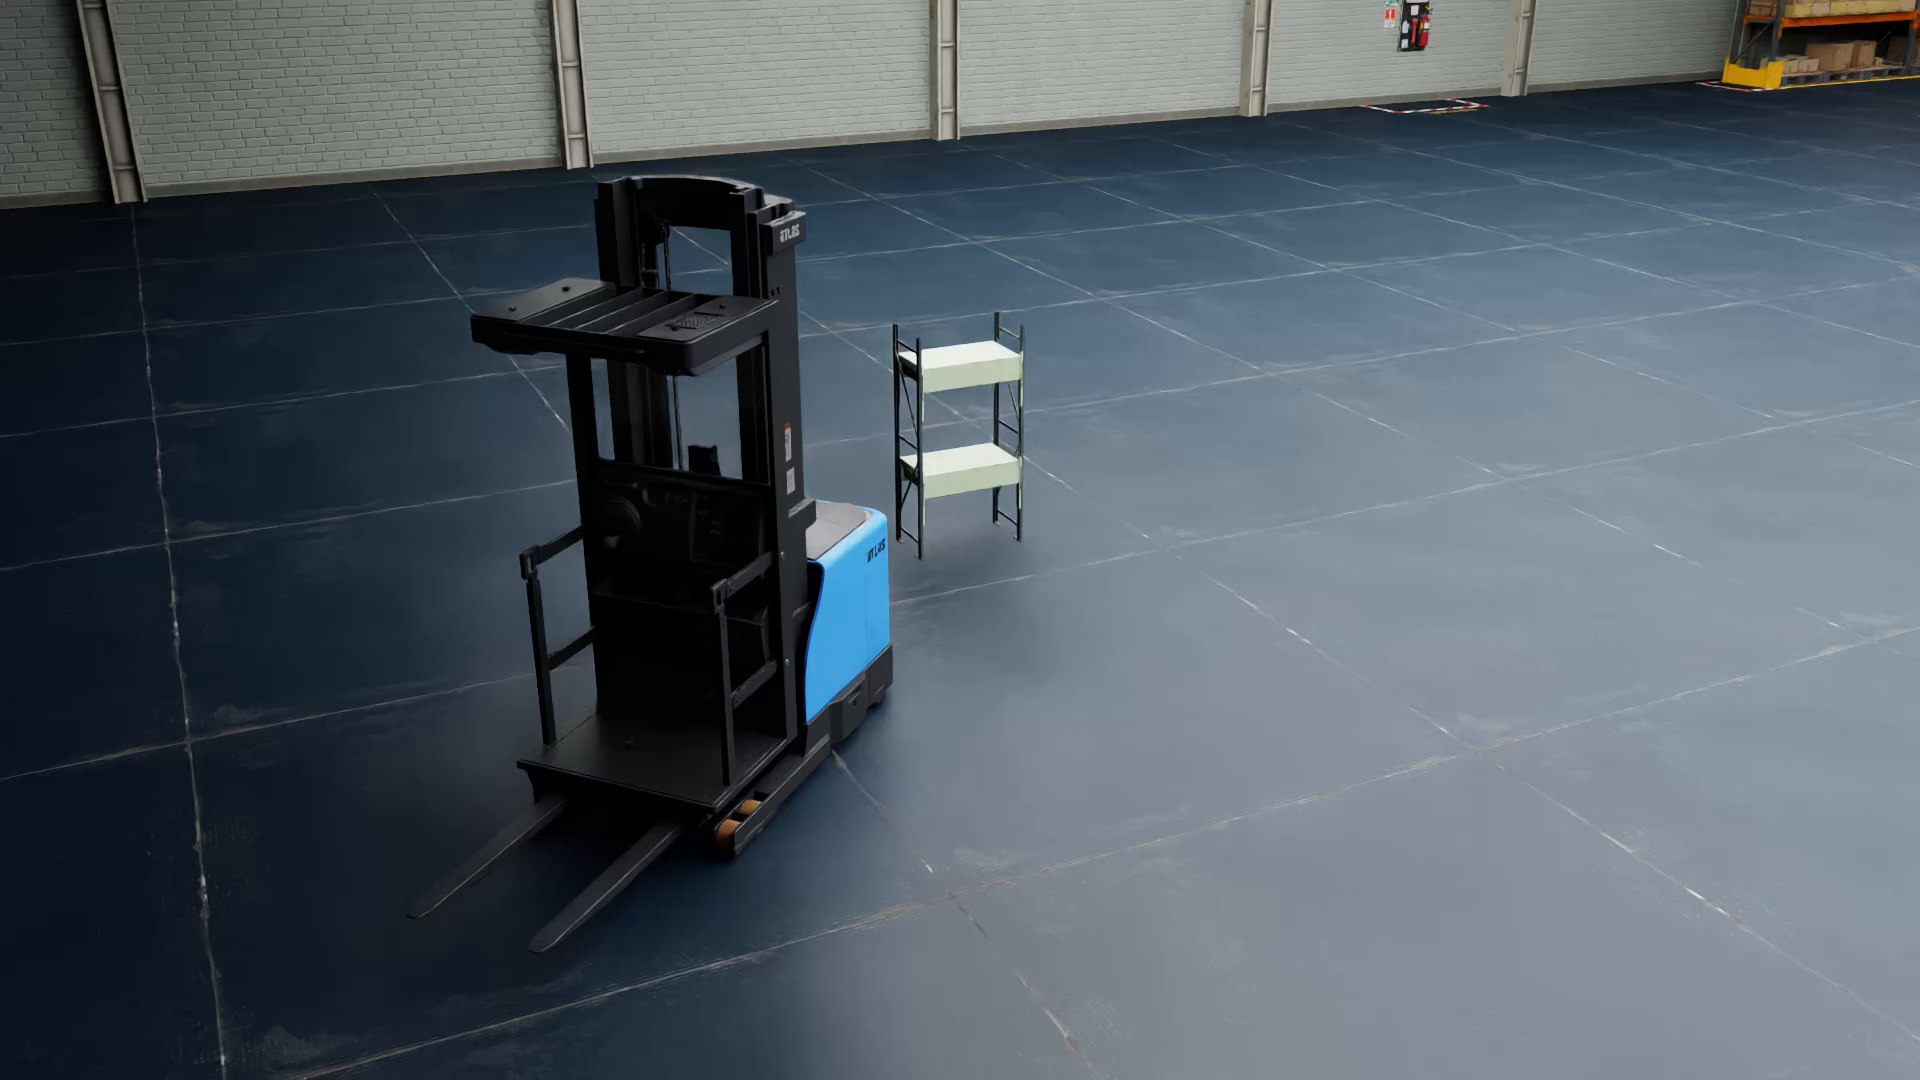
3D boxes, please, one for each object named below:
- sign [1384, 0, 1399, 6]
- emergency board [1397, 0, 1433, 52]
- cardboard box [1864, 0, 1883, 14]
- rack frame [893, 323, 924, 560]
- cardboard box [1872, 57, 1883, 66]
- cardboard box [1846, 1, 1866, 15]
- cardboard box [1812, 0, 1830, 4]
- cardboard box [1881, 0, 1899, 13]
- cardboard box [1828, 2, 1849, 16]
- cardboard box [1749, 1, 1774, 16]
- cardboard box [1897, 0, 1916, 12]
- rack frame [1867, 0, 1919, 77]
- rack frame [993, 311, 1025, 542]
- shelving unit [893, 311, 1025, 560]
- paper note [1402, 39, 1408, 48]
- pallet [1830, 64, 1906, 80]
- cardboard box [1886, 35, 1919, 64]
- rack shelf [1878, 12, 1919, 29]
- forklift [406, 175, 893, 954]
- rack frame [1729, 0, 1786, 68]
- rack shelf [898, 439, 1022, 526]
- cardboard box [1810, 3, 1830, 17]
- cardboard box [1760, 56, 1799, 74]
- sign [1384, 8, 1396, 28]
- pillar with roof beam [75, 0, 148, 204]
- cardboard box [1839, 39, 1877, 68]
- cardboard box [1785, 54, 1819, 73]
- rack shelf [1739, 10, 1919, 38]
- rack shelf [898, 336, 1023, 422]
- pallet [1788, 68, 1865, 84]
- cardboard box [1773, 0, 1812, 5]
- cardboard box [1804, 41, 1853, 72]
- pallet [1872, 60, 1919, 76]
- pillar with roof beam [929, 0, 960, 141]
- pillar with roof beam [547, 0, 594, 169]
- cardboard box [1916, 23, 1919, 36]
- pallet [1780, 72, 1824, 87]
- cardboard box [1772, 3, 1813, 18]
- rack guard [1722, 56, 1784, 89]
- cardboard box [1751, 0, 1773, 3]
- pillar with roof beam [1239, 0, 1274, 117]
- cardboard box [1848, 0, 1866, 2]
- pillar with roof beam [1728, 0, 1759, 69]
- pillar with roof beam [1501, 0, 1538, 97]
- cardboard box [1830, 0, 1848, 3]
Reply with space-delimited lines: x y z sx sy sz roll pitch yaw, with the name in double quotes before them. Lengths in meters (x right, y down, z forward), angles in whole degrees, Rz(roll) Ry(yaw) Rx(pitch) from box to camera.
"sign" 7.794 -9.695 30.010 0.331 0.109 0.001 -10 25 -24
"emergency board" 8.329 -9.492 30.260 0.643 1.169 0.194 -10 25 -24
"cardboard box" 18.133 -10.722 33.400 0.500 0.250 0.500 -11 25 -24
"rack frame" -0.336 -0.631 10.814 0.023 1.500 0.400 -10 25 -24
"cardboard box" 18.858 -9.929 34.443 0.250 0.166 0.380 -14 26 -30
"cardboard box" 17.680 -10.638 33.198 0.500 0.250 0.500 -10 25 -23
"cardboard box" 16.733 -10.811 32.634 0.500 0.500 0.500 -10 25 -23
"cardboard box" 18.580 -10.811 33.615 0.500 0.250 0.500 -10 25 -23
"cardboard box" 17.224 -10.555 32.997 0.500 0.250 0.500 -11 25 -24
"cardboard box" 16.060 -10.554 32.996 0.500 0.250 0.500 -10 25 -23
"cardboard box" 19.032 -10.891 33.808 0.500 0.250 0.500 -10 25 -23
"rack frame" 19.327 -11.134 34.225 0.127 3.000 1.000 -10 25 -24
"rack frame" 0.324 -0.753 11.107 0.023 1.500 0.400 -10 25 -24
"shelving unit" -0.006 -0.692 10.960 0.755 1.500 0.431 -10 25 -24
"paper note" 8.140 -9.080 30.415 0.142 0.148 0.016 -10 25 -24
"pallet" 18.738 -9.722 34.460 1.213 0.211 1.003 -10 25 -24
"cardboard box" 19.984 -10.310 34.928 0.500 0.500 0.700 -10 24 -22
"rack shelf" 21.130 -11.133 35.164 4.000 0.370 1.077 -10 25 -24
"forklift" -1.408 -0.074 7.598 1.130 2.935 3.031 9 24 21
"rack frame" 15.723 -10.470 32.622 0.127 3.000 1.000 -10 25 -24
"rack shelf" -0.006 -0.391 11.085 0.720 0.370 0.431 -10 25 -24
"cardboard box" 16.762 -10.473 32.798 0.500 0.250 0.500 -11 25 -25
"cardboard box" 16.386 -9.515 33.254 0.500 0.311 0.500 -14 26 -30
"sign" 7.786 -9.453 30.117 0.234 0.329 0.001 -10 25 -24
"pillar with roof beam" -9.186 -7.196 16.869 0.400 9.000 9.100 -10 25 -24
"cardboard box" 18.410 -9.996 34.170 0.500 0.500 0.500 -12 26 -28
"cardboard box" 16.899 -9.609 33.483 0.500 0.311 0.500 -8 24 -19
"rack shelf" 17.525 -10.470 33.561 4.000 0.370 1.077 -10 25 -24
"rack shelf" -0.006 -1.052 10.811 0.720 0.370 0.431 -10 25 -24
"pallet" 17.637 -9.518 33.967 1.213 0.211 1.003 -10 25 -24
"cardboard box" 16.284 -10.732 32.445 0.500 0.500 0.500 -10 25 -24
"cardboard box" 17.582 -9.801 33.699 0.500 0.500 0.700 -12 25 -27
"pallet" 20.028 -9.975 35.071 1.213 0.211 1.003 -10 25 -24
"pillar with roof beam" 1.627 -9.187 21.678 0.400 9.000 9.100 -10 25 -24
"pillar with roof beam" -3.779 -8.192 19.274 0.400 9.000 9.100 -10 25 -24
"cardboard box" 20.379 -10.731 34.964 0.500 0.250 0.500 -11 25 -25
"pallet" 16.539 -9.317 33.482 1.213 0.211 1.003 -10 25 -24
"cardboard box" 16.301 -10.382 32.578 0.500 0.250 0.500 -11 25 -25
"rack guard" 15.792 -9.328 33.131 0.348 0.500 1.175 -10 25 -24
"cardboard box" 16.056 -10.908 32.869 0.500 0.500 0.500 -11 25 -24
"pillar with roof beam" 7.033 -10.182 24.082 0.400 9.000 9.100 -10 25 -24
"cardboard box" 17.662 -10.984 33.053 0.500 0.500 0.500 -10 24 -22
"pillar with roof beam" 17.846 -12.173 28.891 0.400 9.000 9.100 -10 25 -24
"pillar with roof beam" 12.440 -11.177 26.487 0.400 9.000 9.100 -10 25 -24
"cardboard box" 17.202 -10.894 32.836 0.500 0.500 0.500 -11 25 -25
